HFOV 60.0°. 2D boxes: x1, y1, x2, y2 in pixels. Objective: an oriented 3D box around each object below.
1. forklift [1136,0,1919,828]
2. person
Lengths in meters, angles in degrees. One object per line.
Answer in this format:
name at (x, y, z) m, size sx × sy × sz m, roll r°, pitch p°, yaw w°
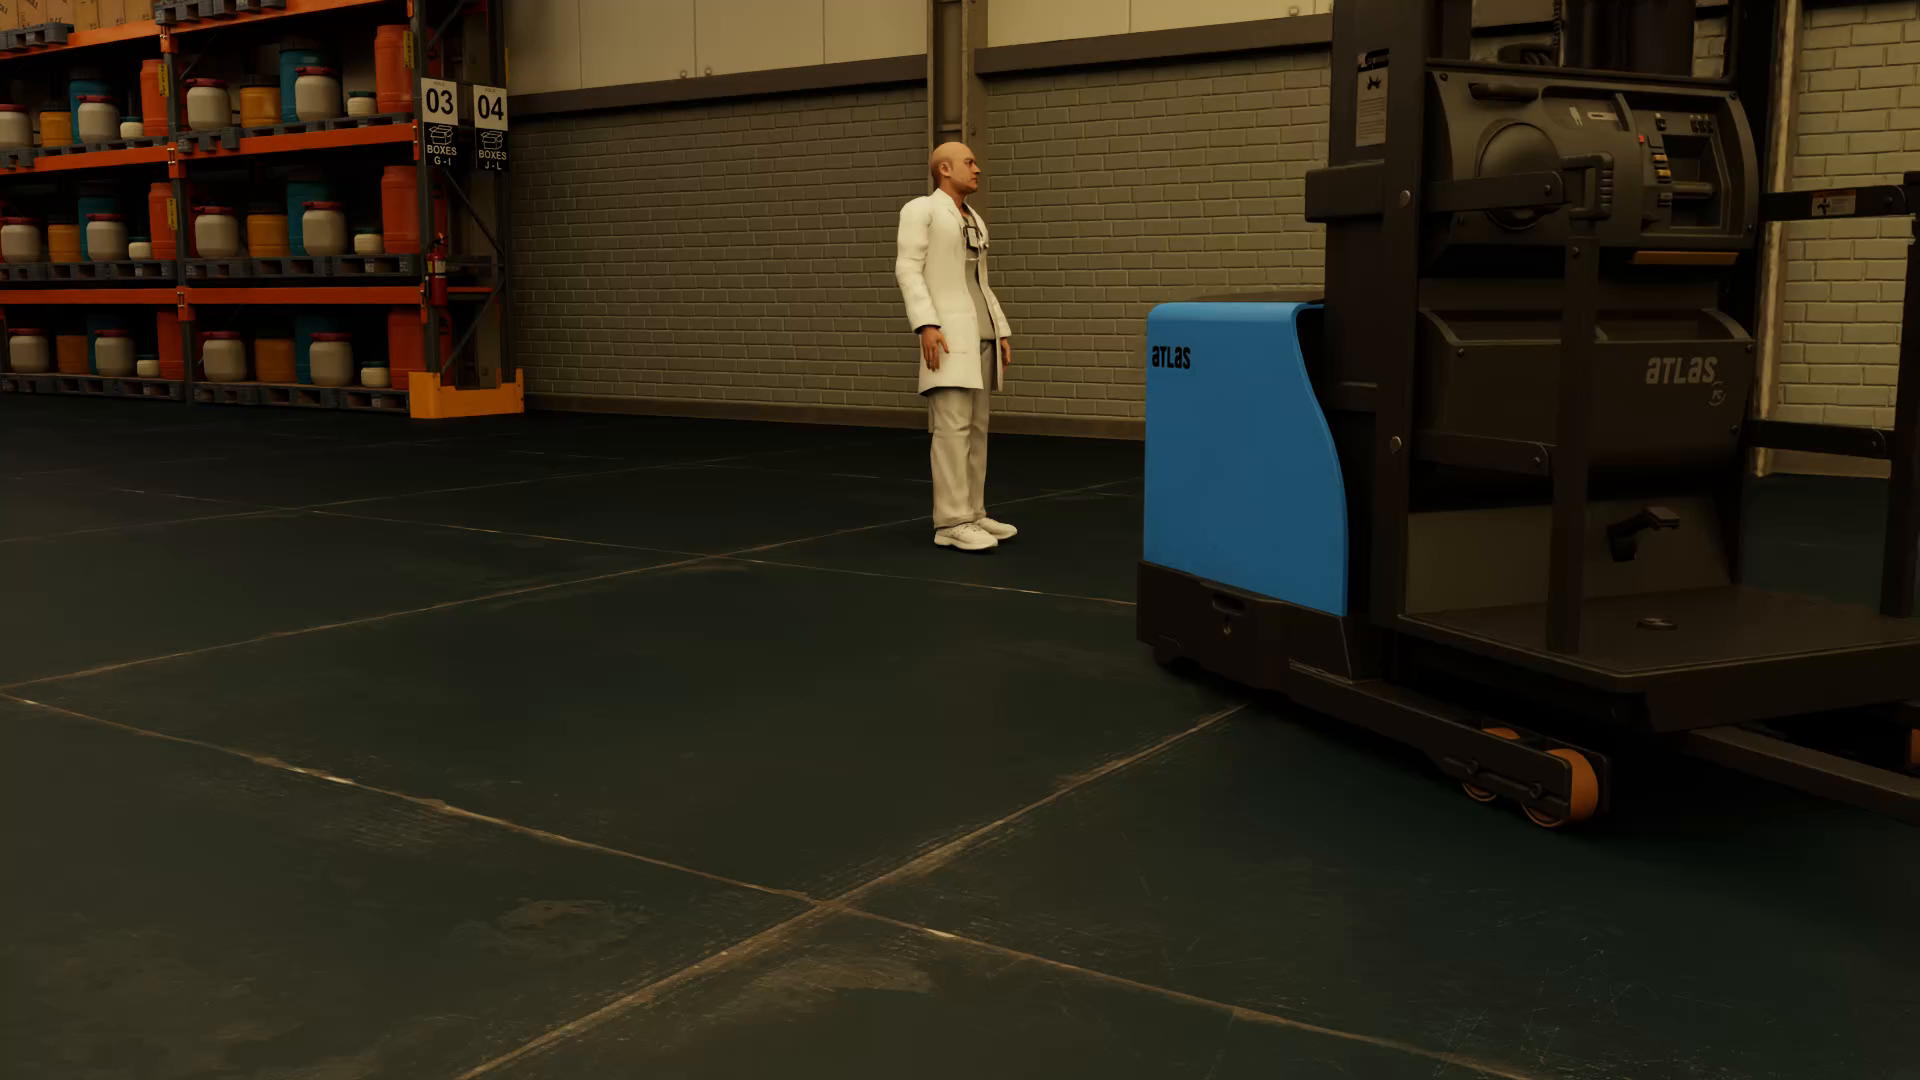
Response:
forklift at (1.583, -0.925, 3.697) m, size 1.130 × 2.935 × 3.031 m, roll -4°, pitch 9°, yaw -23°
person at (0.072, -0.879, 7.423) m, size 0.581 × 1.775 × 0.696 m, roll 5°, pitch 10°, yaw 34°
